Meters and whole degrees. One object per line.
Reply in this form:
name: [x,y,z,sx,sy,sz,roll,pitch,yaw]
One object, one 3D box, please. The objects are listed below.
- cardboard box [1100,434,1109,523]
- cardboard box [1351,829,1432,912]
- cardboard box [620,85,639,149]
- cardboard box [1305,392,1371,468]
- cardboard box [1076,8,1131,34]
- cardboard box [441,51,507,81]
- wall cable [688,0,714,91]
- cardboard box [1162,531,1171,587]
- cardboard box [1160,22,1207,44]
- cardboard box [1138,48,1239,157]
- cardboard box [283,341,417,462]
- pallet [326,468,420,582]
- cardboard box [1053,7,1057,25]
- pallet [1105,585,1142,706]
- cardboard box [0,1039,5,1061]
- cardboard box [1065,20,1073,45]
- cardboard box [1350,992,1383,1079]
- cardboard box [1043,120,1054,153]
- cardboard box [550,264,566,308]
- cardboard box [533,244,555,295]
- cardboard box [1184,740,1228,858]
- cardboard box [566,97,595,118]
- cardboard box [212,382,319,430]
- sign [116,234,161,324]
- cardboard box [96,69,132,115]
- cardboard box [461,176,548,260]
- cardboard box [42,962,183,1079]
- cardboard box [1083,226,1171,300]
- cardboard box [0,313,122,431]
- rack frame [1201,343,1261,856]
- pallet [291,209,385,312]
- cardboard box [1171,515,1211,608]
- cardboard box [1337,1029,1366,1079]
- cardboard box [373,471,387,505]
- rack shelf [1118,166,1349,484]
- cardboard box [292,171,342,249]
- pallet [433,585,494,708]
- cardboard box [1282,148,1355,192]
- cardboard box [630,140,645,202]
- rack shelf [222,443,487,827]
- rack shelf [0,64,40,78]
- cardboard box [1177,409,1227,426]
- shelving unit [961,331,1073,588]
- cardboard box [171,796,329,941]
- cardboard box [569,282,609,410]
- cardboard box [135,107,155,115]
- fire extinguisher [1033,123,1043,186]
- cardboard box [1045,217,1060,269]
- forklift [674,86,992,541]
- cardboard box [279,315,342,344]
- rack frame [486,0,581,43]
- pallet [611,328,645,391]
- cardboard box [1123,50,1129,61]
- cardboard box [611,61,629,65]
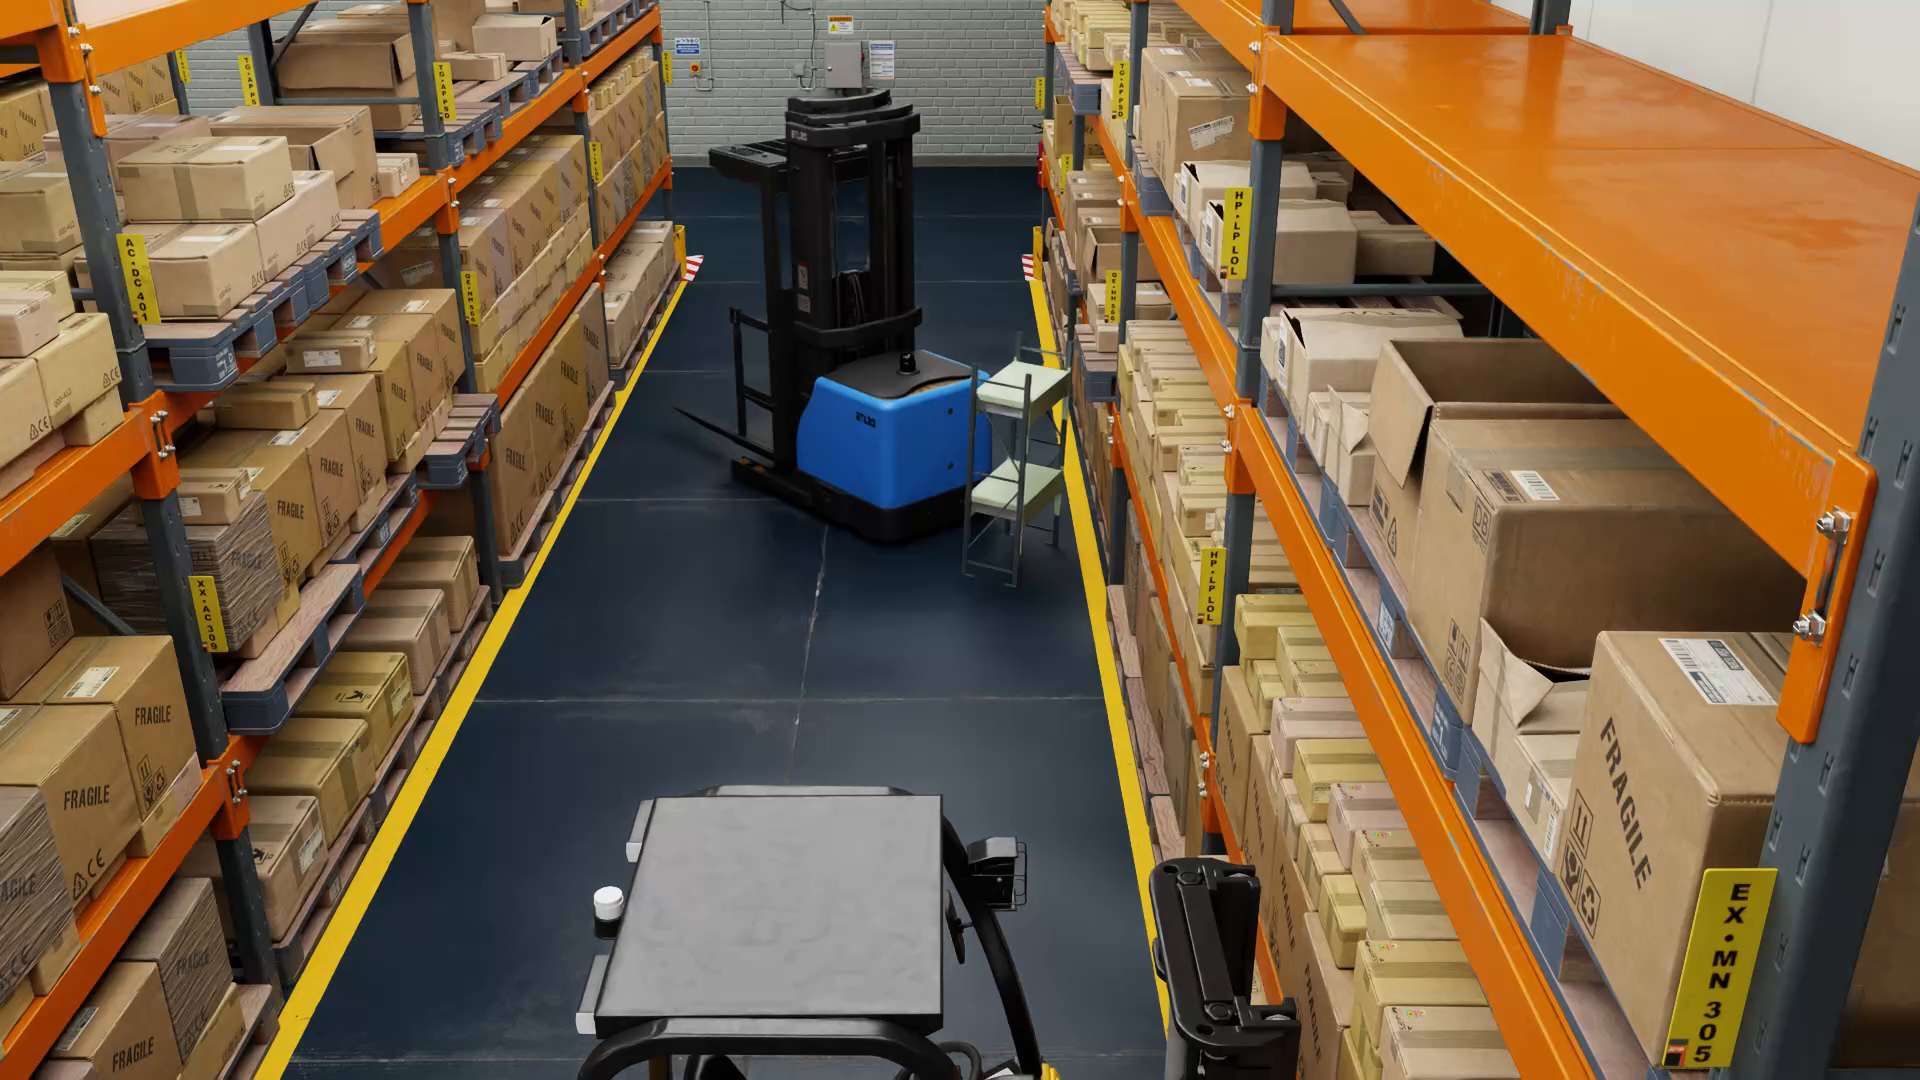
cardboard box: [1.256,-0.416,11.554,0.500,0.500,0.500,-1,24,-1]
cardboard box: [1.335,0.953,4.733,0.380,0.149,0.250,0,24,0]
cardboard box: [-3.296,-3.934,15.474,0.500,0.500,0.500,0,24,-1]
cardboard box: [1.224,-0.322,4.856,0.380,0.149,0.250,0,24,1]
cardboard box: [1.056,-3.812,12.211,0.380,0.149,0.250,-1,24,-1]
cardboard box: [-3.365,-3.282,11.500,0.380,0.166,0.250,2,24,4]
wall cable: [-3.665,-7.057,22.443,0.585,1.953,0.123,0,24,-1]
cardboard box: [1.262,0.114,8.040,0.500,0.250,0.500,0,24,0]
cardboard box: [1.590,-3.499,11.520,0.380,0.149,0.250,0,24,1]
cardboard box: [1.235,-2.334,8.878,0.500,0.500,0.500,0,24,0]
cardboard box: [-3.186,-0.726,8.723,0.500,0.500,0.500,-2,24,-4]
pallet: [-3.430,-0.057,8.470,1.003,0.211,1.213,0,24,-1]
cardboard box: [1.079,-4.976,15.777,0.380,0.149,0.250,0,24,-1]
pallet: [1.441,0.626,10.110,1.003,0.211,1.213,0,24,-1]
cardboard box: [-3.114,1.564,4.958,0.380,0.149,0.250,0,24,0]
cardboard box: [1.001,-3.890,12.745,0.380,0.149,0.250,0,24,0]
cardboard box: [1.236,1.301,4.325,0.380,0.149,0.250,0,24,0]
cardboard box: [1.119,-4.160,17.128,0.500,0.250,0.500,0,24,0]
cardboard box: [-3.288,-1.939,12.578,0.500,0.250,0.500,-1,24,-2]
cardboard box: [-3.241,-1.957,12.013,0.500,0.250,0.500,0,24,0]
cardboard box: [1.498,1.340,7.520,0.875,0.625,0.625,1,24,2]
cardboard box: [-3.299,-3.642,14.041,0.380,0.149,0.250,0,24,0]
cardboard box: [-3.215,-0.623,7.708,0.380,0.149,0.250,1,24,2]
sign: [-2.906,-0.920,5.877,0.100,0.325,0.005,0,24,-1]
cardboard box: [-8.254,-4.219,15.743,0.500,0.500,0.500,1,24,2]
cardboard box: [-3.261,-2.291,11.842,0.500,0.500,0.500,0,24,0]
cardboard box: [-3.167,1.860,5.915,0.500,0.500,0.500,0,24,0]
cardboard box: [1.268,-1.894,11.664,0.797,0.503,0.637,-1,24,-2]
cardboard box: [-3.175,-0.565,5.539,0.500,0.250,0.500,0,24,-1]
rack frame: [1.515,0.664,6.642,1.000,3.000,0.127,0,24,-1]
pallet: [-3.363,-1.275,7.518,1.213,0.211,1.003,0,24,-1]
cardboard box: [1.241,0.091,7.483,0.500,0.250,0.500,-1,24,-2]
cardboard box: [1.288,1.640,4.362,0.500,0.500,0.500,-1,24,-2]
cardboard box: [-3.157,-0.265,8.491,0.380,0.149,0.250,-1,24,-2]
rack shelf: [1.493,-1.199,7.994,1.077,0.370,4.000,0,24,-1]
cardboard box: [-3.088,-1.461,7.372,0.500,0.250,0.500,-1,24,-1]
pallet: [-3.485,0.632,10.096,1.003,0.211,1.213,0,24,-1]
cardboard box: [1.705,-1.805,8.113,0.380,0.166,0.250,0,24,-1]
cardboard box: [-3.285,-3.473,15.668,0.500,0.500,0.500,0,24,1]
rack shelf: [-3.471,0.192,8.559,1.077,0.370,4.000,0,24,-1]
rack shelf: [-8.506,-4.408,15.089,1.077,0.370,4.000,0,24,-1]
cardboard box: [1.304,-0.554,8.427,0.380,0.149,0.250,0,24,-1]
shelving unit: [0.381,-0.540,11.098,0.431,1.500,0.755,13,27,21]
cardboard box: [-3.457,1.478,7.522,0.950,0.372,0.625,0,24,0]
cardboard box: [-3.449,-1.577,13.665,0.875,0.875,0.875,0,24,1]
cardboard box: [-8.266,-3.978,16.423,0.500,0.500,0.500,-1,24,-1]
fire extinguisher: [0.920,-4.134,17.797,0.296,0.674,0.183,0,24,-1]
cardboard box: [1.296,-3.082,17.444,0.797,0.503,0.637,-1,24,-3]
forklift: [-1.103,-1.855,12.294,1.130,2.935,3.031,-20,31,-37]
cardboard box: [-3.706,-0.932,9.178,0.500,0.500,0.500,1,24,2]
rack frame: [-3.536,-5.342,12.641,1.000,3.000,0.127,0,24,-1]
pallet: [-3.466,-1.652,15.146,1.003,0.211,1.213,0,24,-1]
cardboard box: [1.221,-2.958,10.348,0.380,0.149,0.250,-1,24,-2]
cardboard box: [-3.368,-4.484,15.903,0.380,0.149,0.250,0,24,-1]
